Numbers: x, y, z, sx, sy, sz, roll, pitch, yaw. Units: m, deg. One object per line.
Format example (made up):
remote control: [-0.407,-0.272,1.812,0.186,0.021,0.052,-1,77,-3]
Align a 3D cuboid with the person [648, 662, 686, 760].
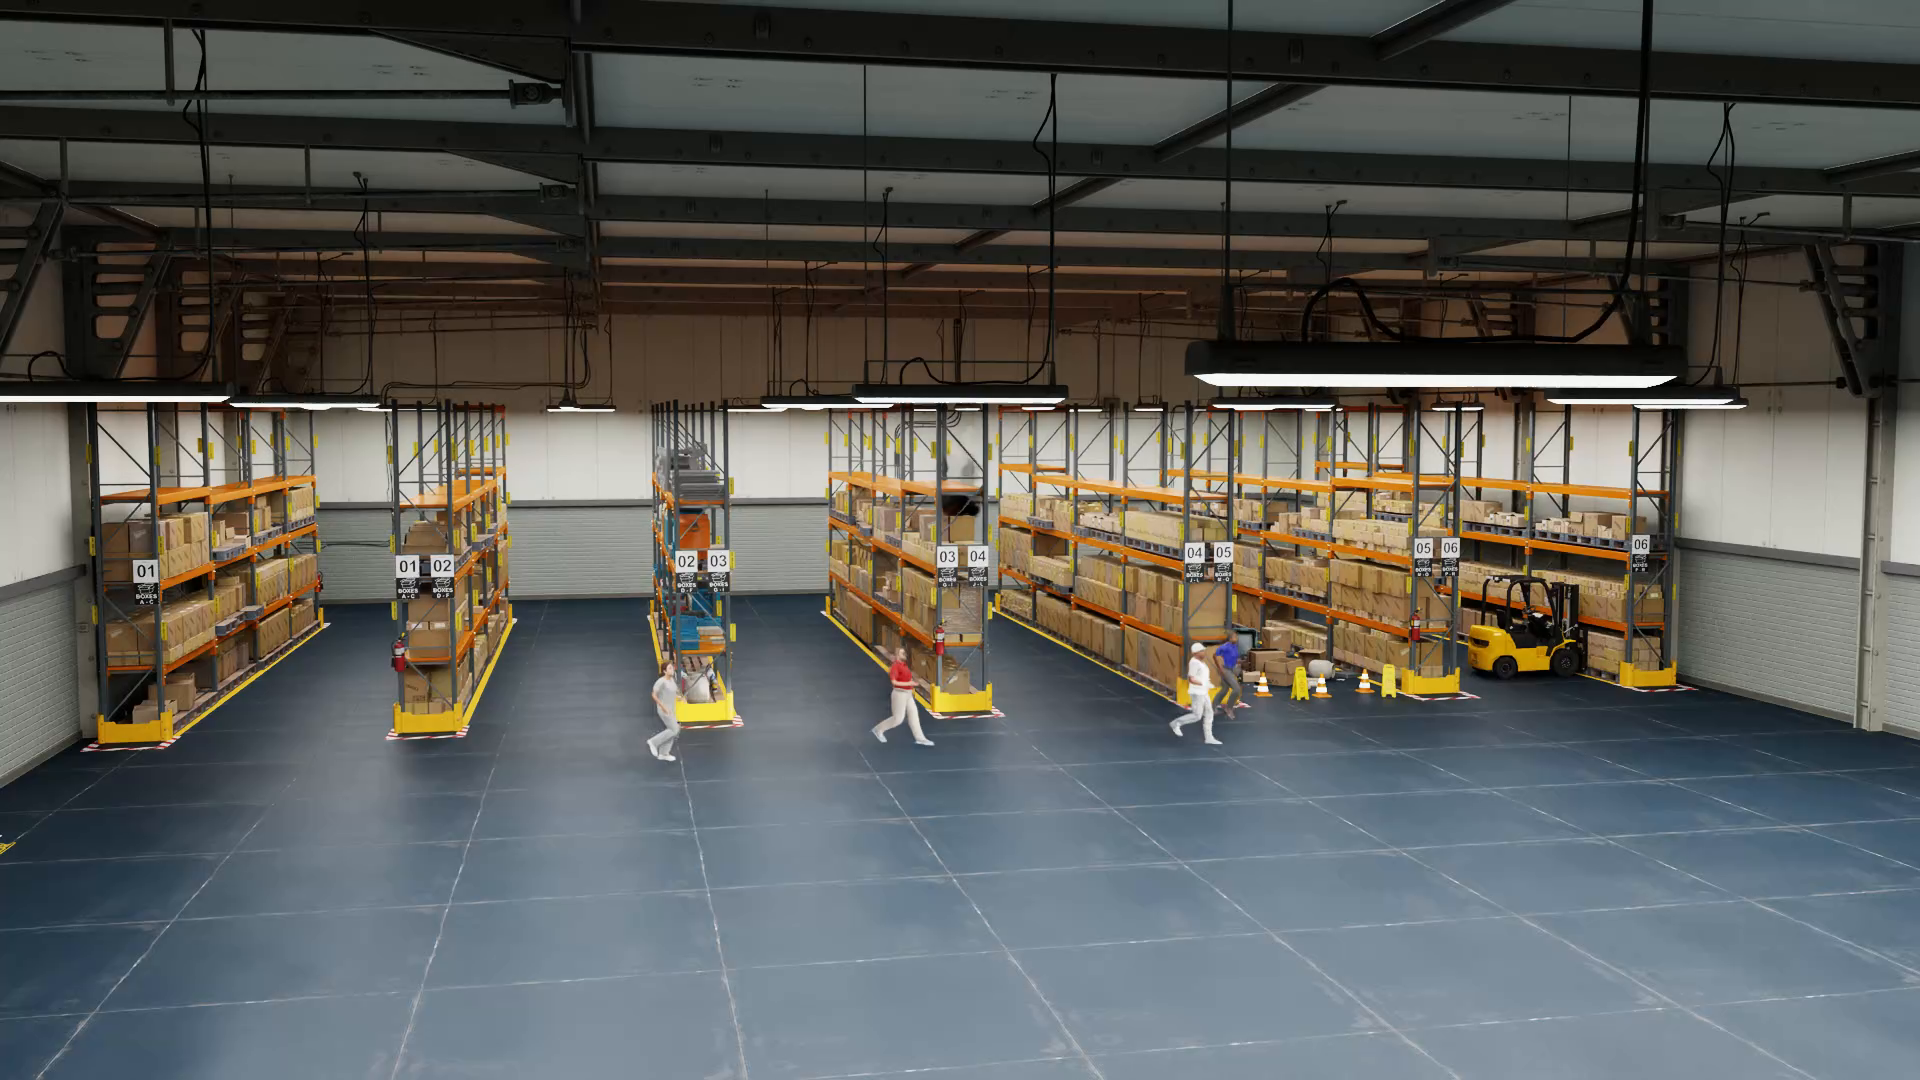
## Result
person: [-4.851,2.833,27.600,0.587,1.637,0.556,1,4,15]

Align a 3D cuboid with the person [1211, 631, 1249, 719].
person: [5.071,2.554,31.432,0.798,1.679,0.501,2,5,29]

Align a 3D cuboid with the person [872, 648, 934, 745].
person: [-0.967,2.690,28.601,1.056,1.689,0.676,1,5,17]

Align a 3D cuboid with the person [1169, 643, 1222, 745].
person: [4.106,2.666,28.868,0.922,1.777,0.687,2,5,21]
